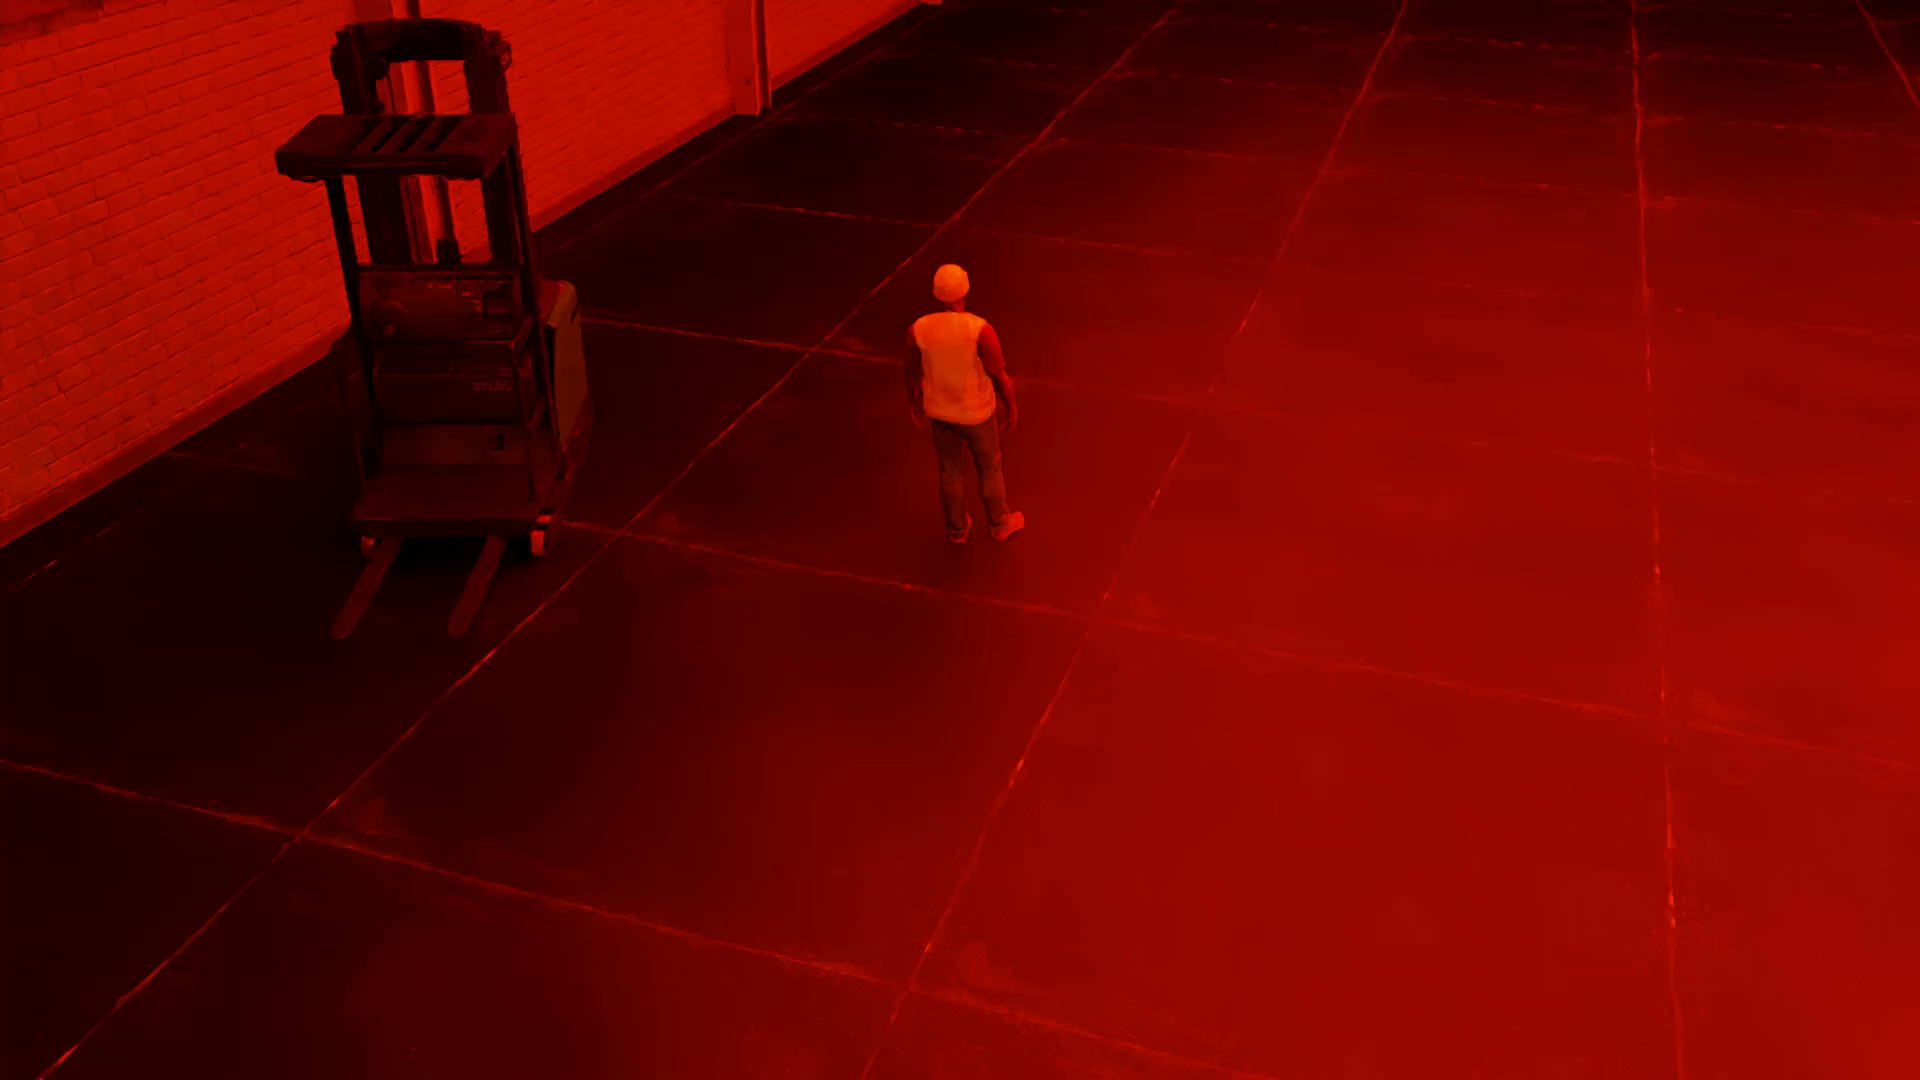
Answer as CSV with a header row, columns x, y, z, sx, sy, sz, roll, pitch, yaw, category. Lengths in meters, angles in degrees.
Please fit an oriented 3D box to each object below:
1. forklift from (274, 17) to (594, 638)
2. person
x,y,z,sx,sy,sz,roll,pitch,yaw,category
-3.002,-1.322,9.455,1.130,2.935,3.031,-1,30,-1,forklift
0.028,-0.805,9.711,0.665,1.766,0.576,10,31,16,person
